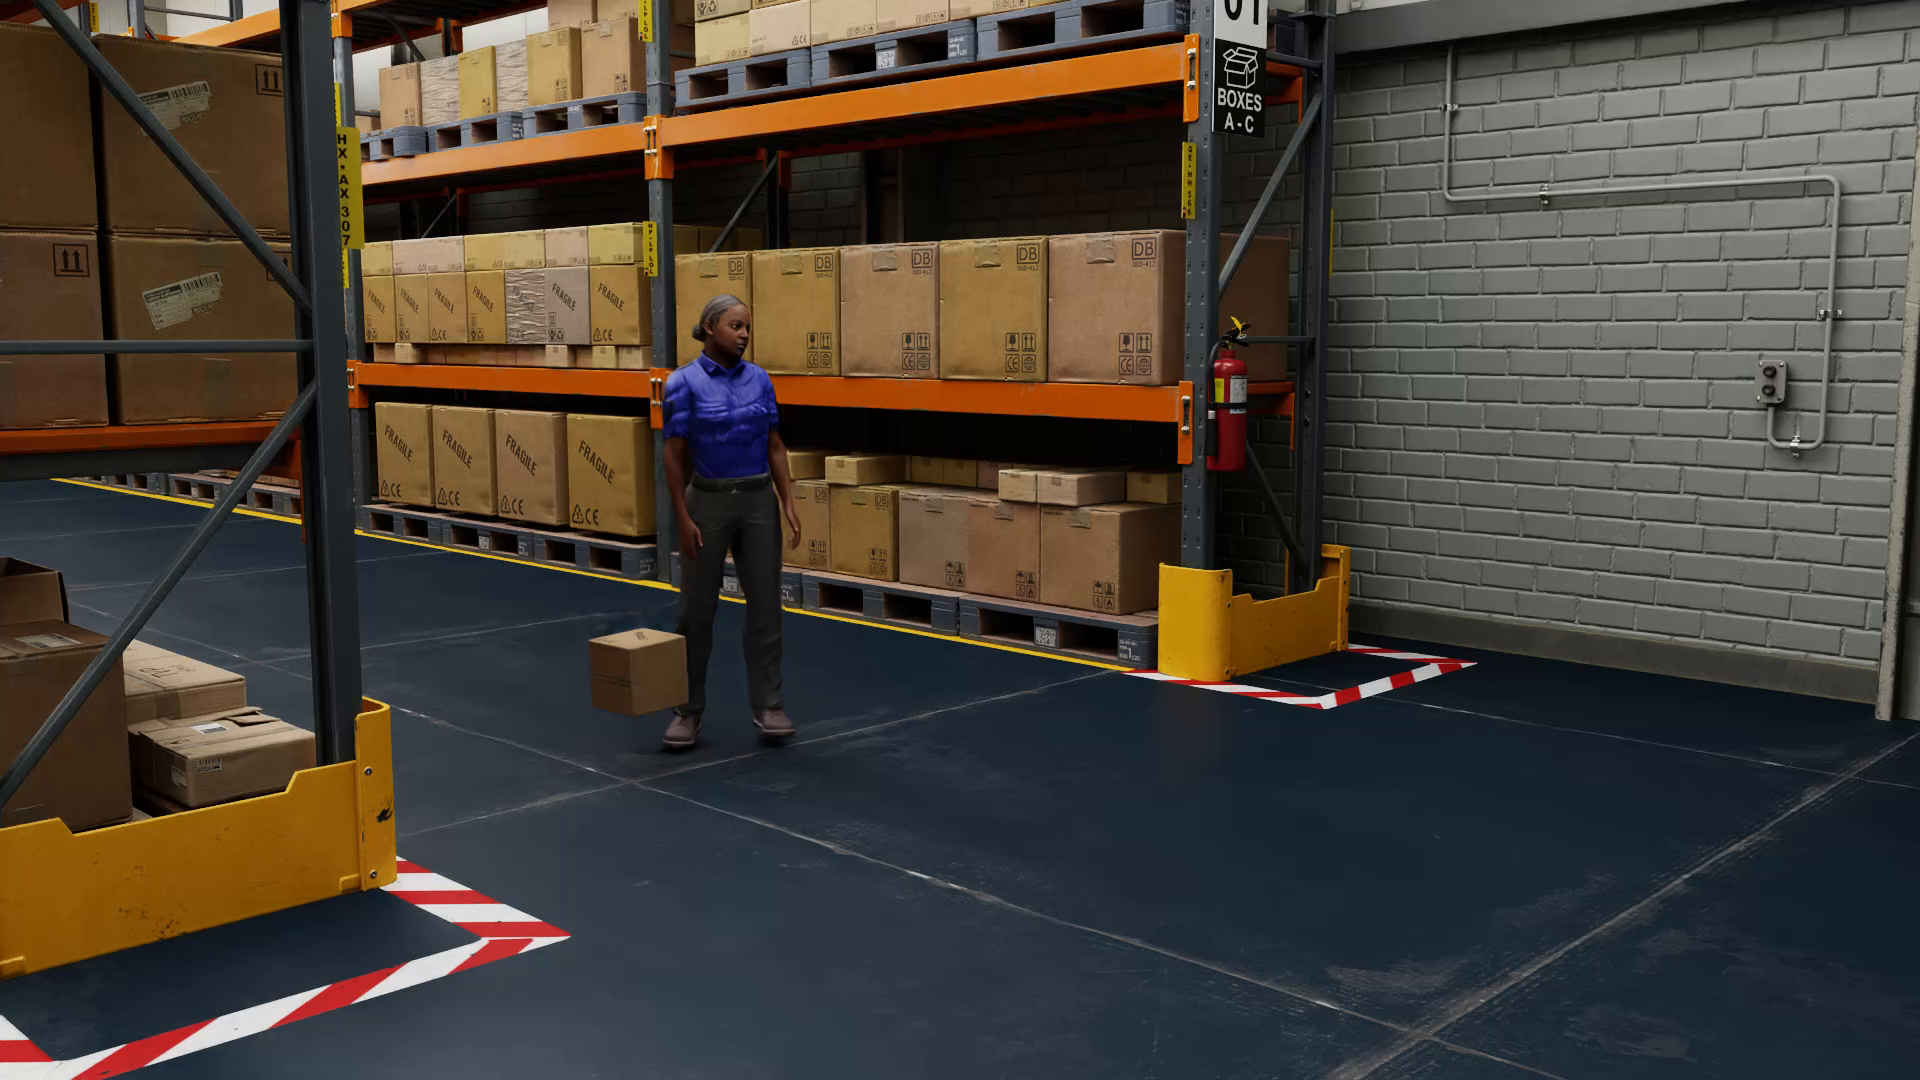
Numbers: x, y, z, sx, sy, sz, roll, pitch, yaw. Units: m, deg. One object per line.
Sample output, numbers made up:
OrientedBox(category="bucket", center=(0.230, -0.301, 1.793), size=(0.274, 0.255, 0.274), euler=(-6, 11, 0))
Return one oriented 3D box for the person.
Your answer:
OrientedBox(category="person", center=(-0.869, -0.074, 6.177), size=(0.531, 1.667, 0.402), euler=(-4, 8, -30))
